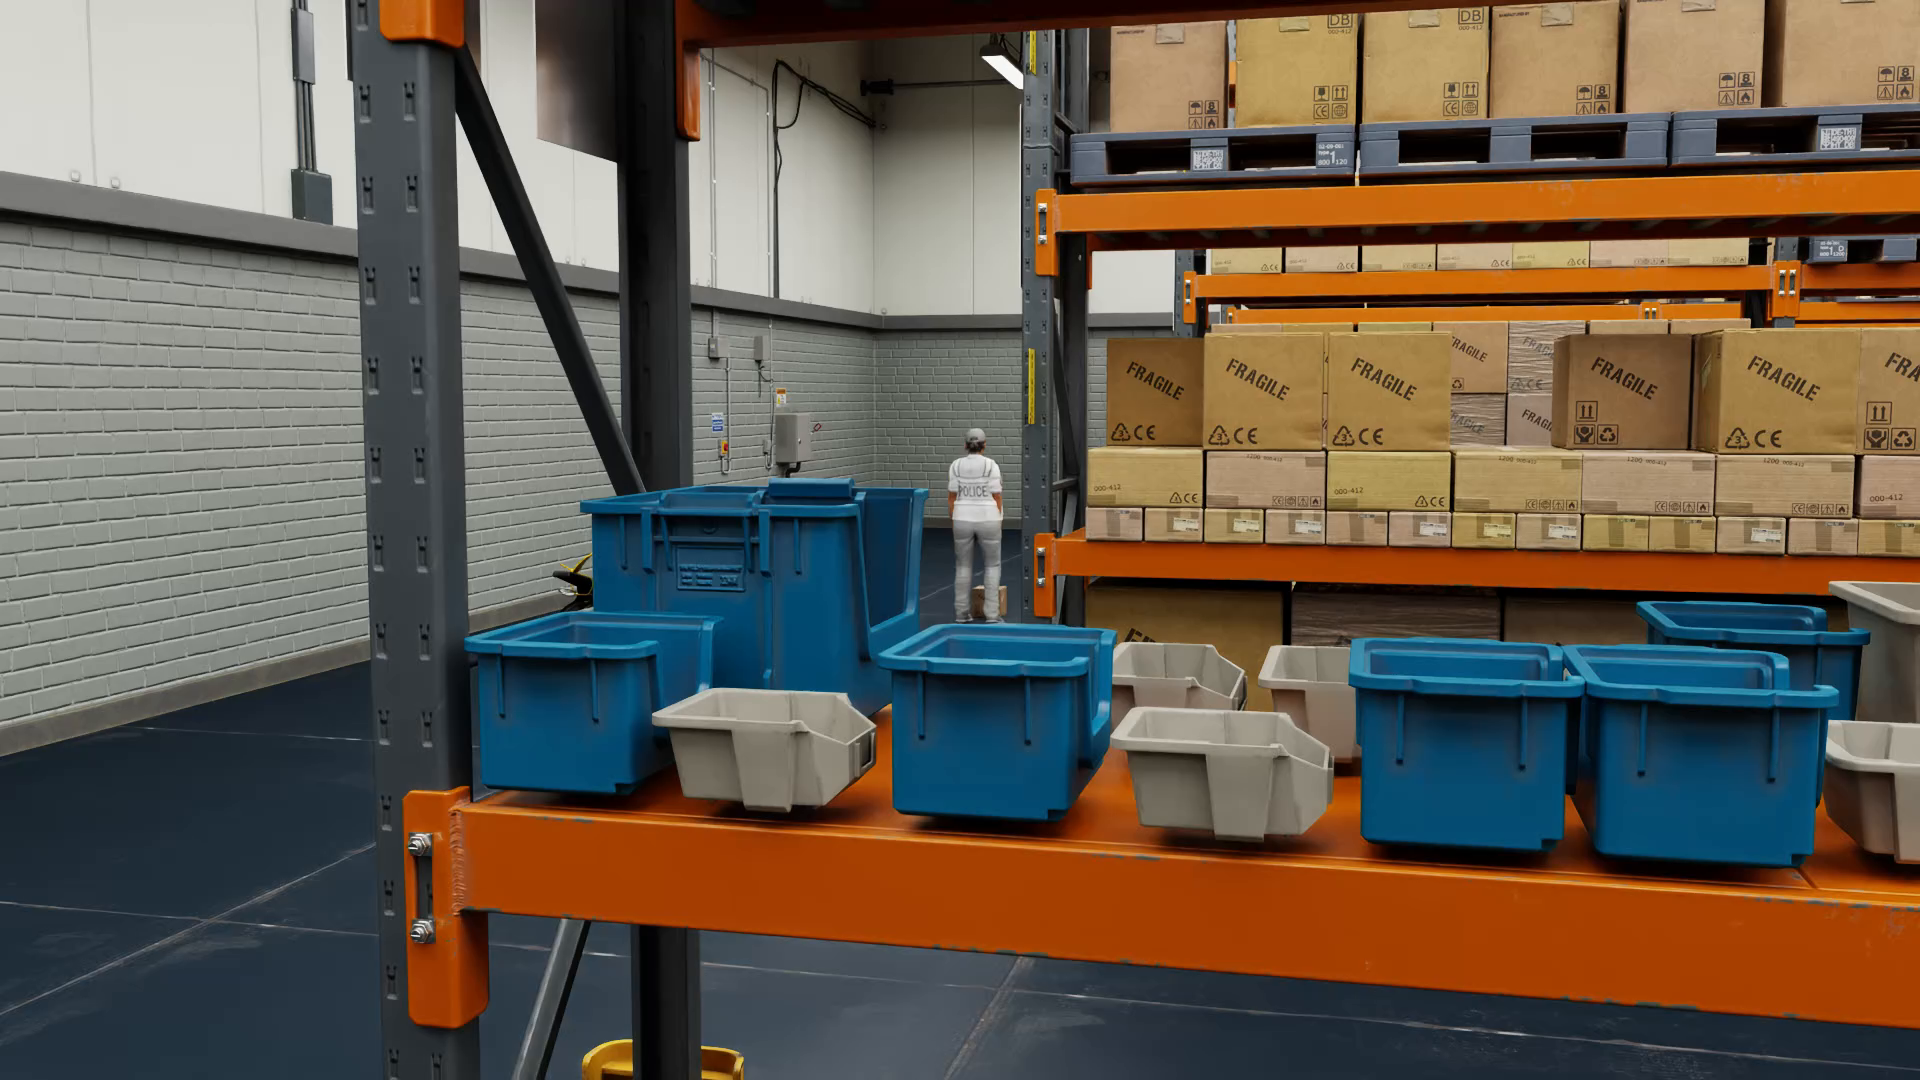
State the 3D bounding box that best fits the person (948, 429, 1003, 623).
[{"bbox_3d":[0.133,-0.114,14.172,0.469,1.664,0.390,1,5,15],"label":"person"}]
